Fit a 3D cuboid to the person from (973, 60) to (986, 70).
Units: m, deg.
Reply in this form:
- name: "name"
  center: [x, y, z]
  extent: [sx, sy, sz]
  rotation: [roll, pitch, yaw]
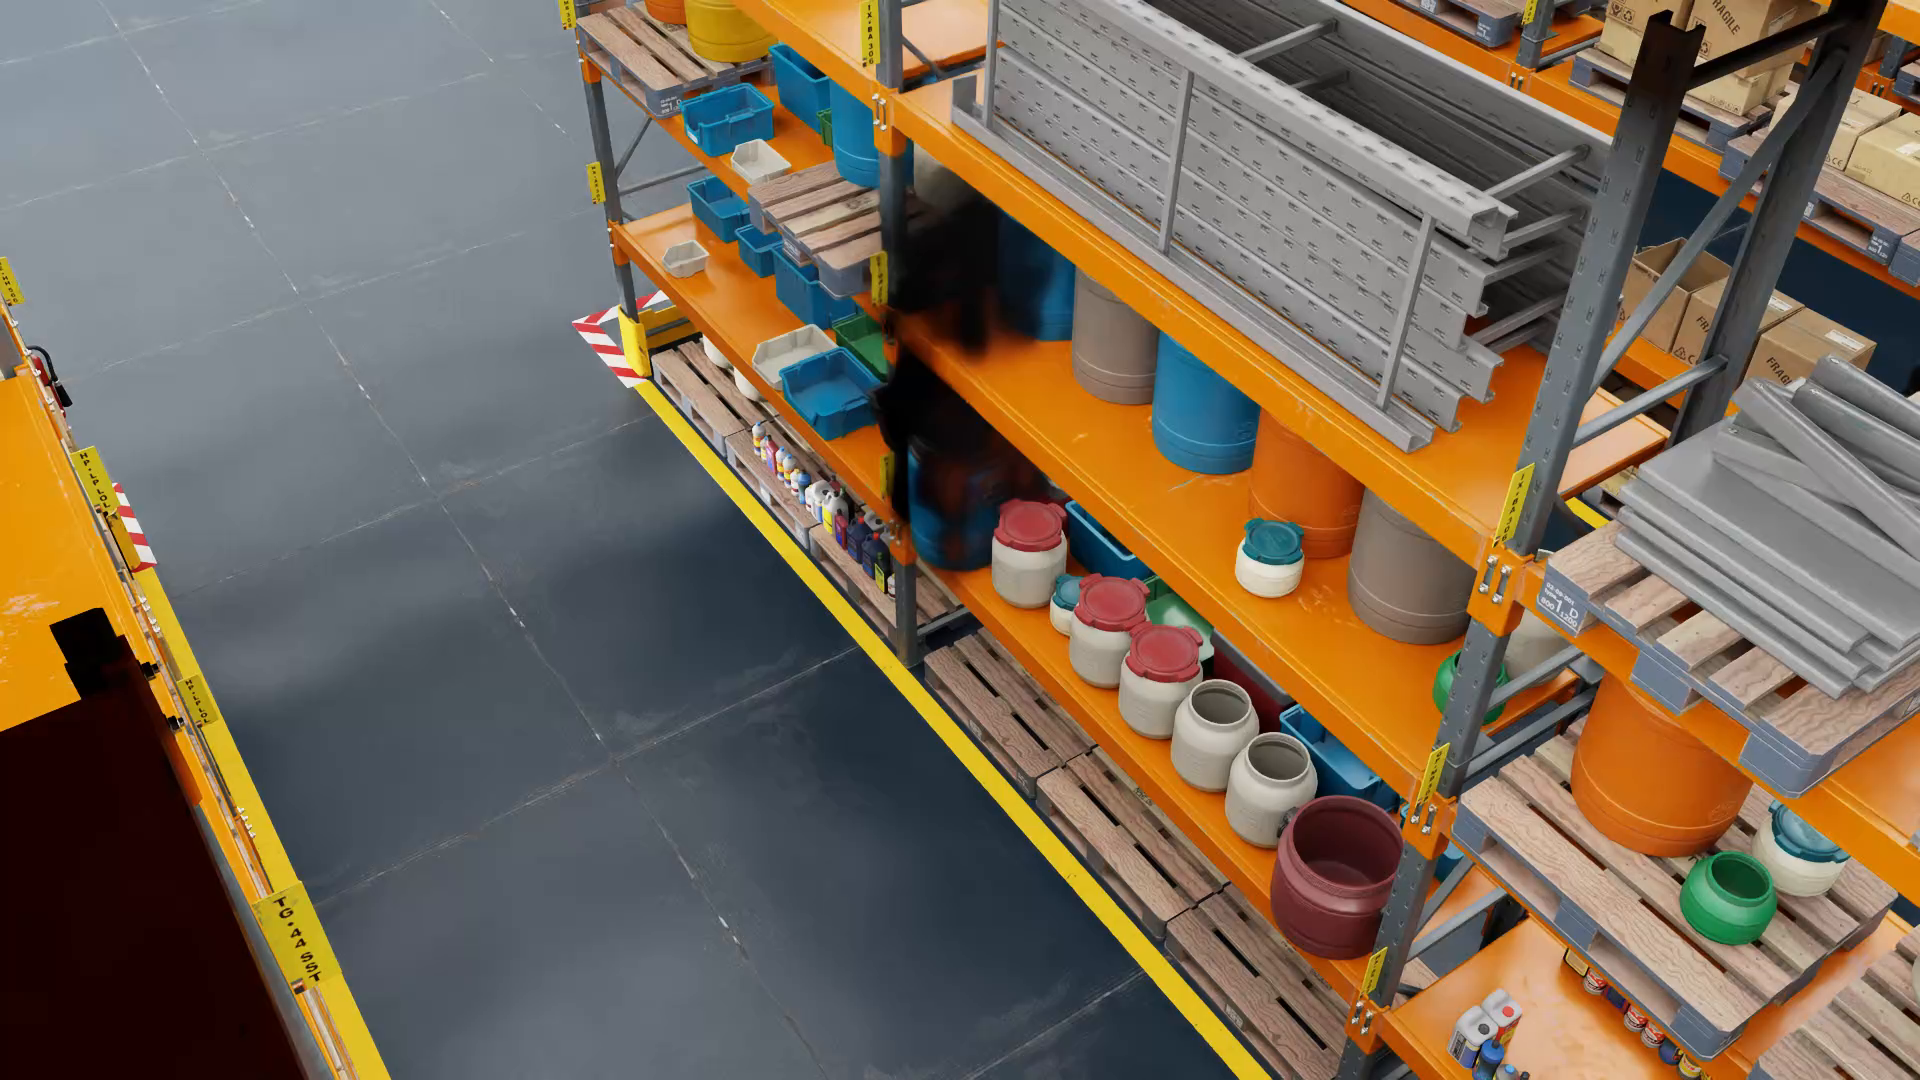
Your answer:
- name: "person"
  center: [0.424, -4.777, 15.820]
  extent: [0.484, 1.563, 0.688]
  rotation: [16, 45, 16]

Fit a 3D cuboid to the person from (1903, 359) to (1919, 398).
- name: "person"
  center: [7.198, -1.303, 11.956]
  extent: [0.549, 1.717, 0.781]
  rotation: [-31, 51, -29]
